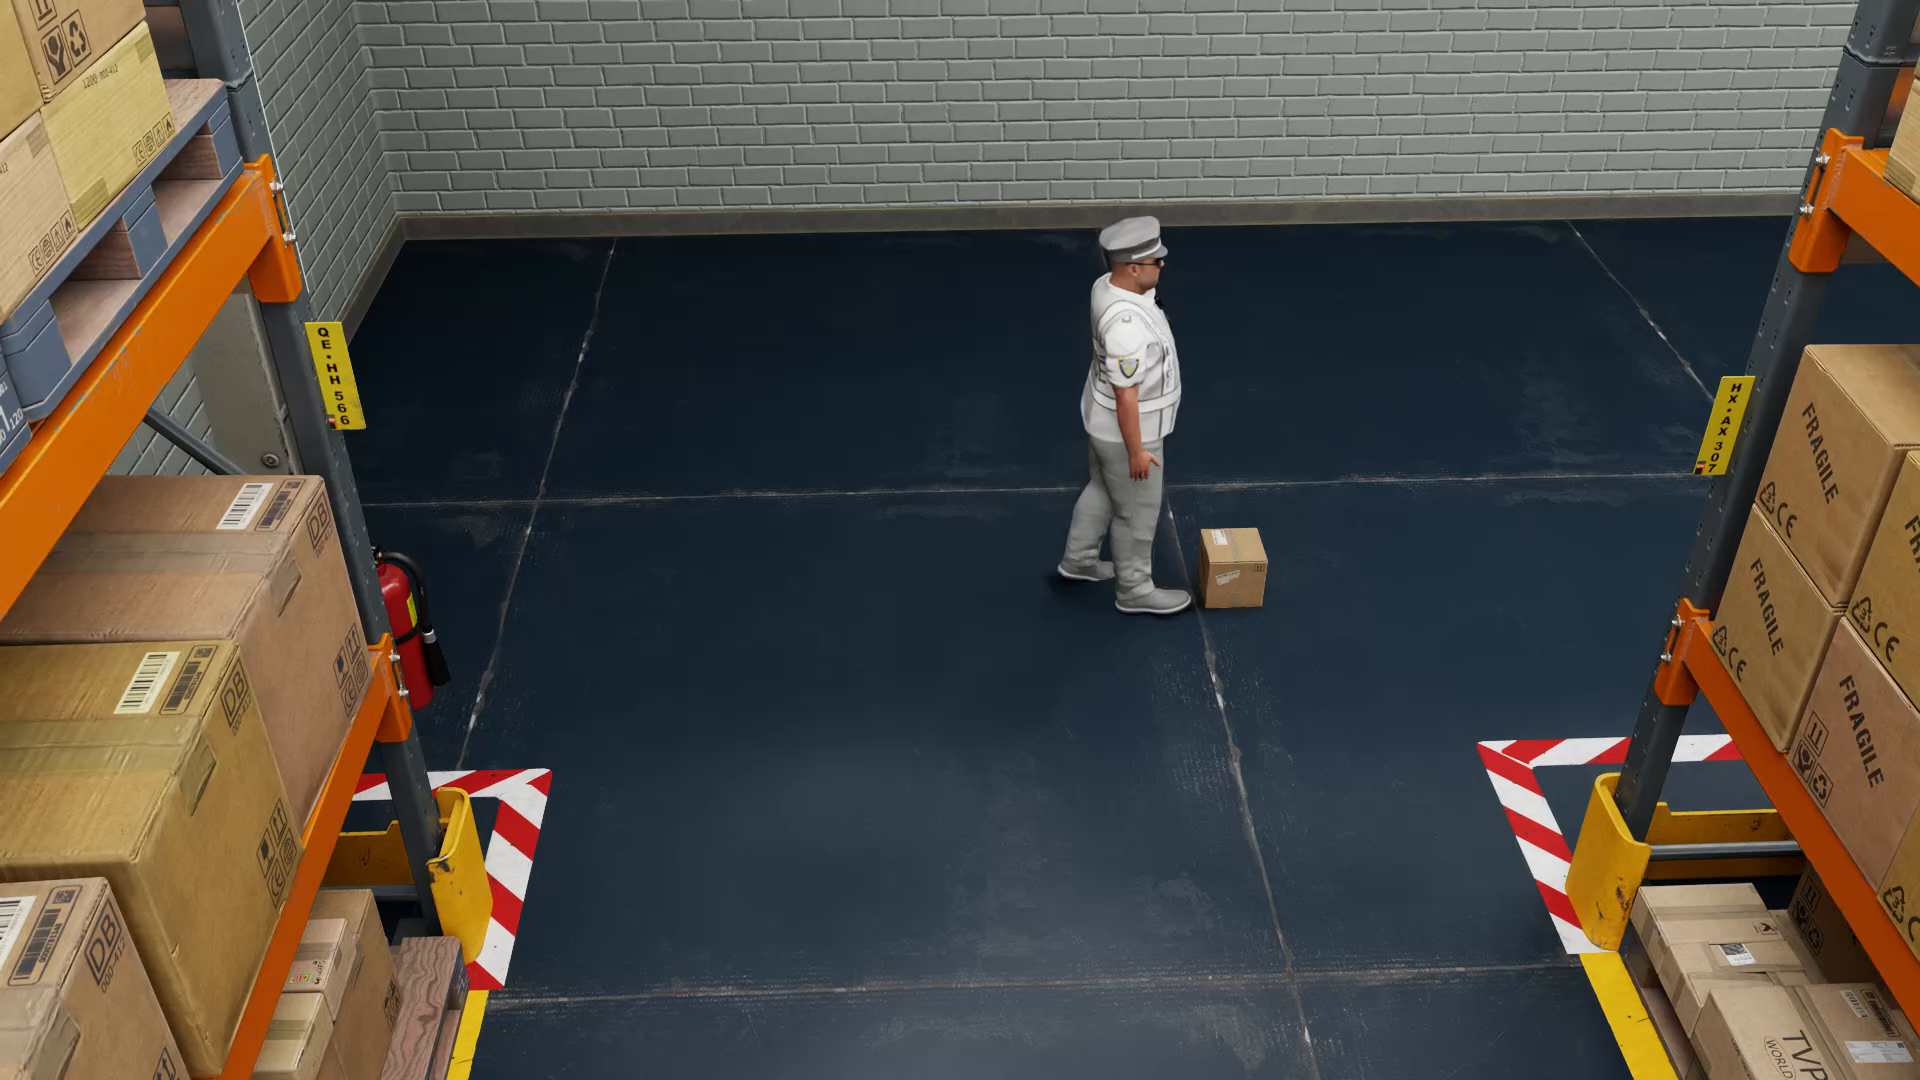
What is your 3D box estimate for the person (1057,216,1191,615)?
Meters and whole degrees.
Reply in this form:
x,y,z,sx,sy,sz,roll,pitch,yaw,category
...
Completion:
x,y,z,sx,sy,sz,roll,pitch,yaw,category
0.718,-0.475,6.829,0.566,1.797,0.539,-1,35,-1,person
